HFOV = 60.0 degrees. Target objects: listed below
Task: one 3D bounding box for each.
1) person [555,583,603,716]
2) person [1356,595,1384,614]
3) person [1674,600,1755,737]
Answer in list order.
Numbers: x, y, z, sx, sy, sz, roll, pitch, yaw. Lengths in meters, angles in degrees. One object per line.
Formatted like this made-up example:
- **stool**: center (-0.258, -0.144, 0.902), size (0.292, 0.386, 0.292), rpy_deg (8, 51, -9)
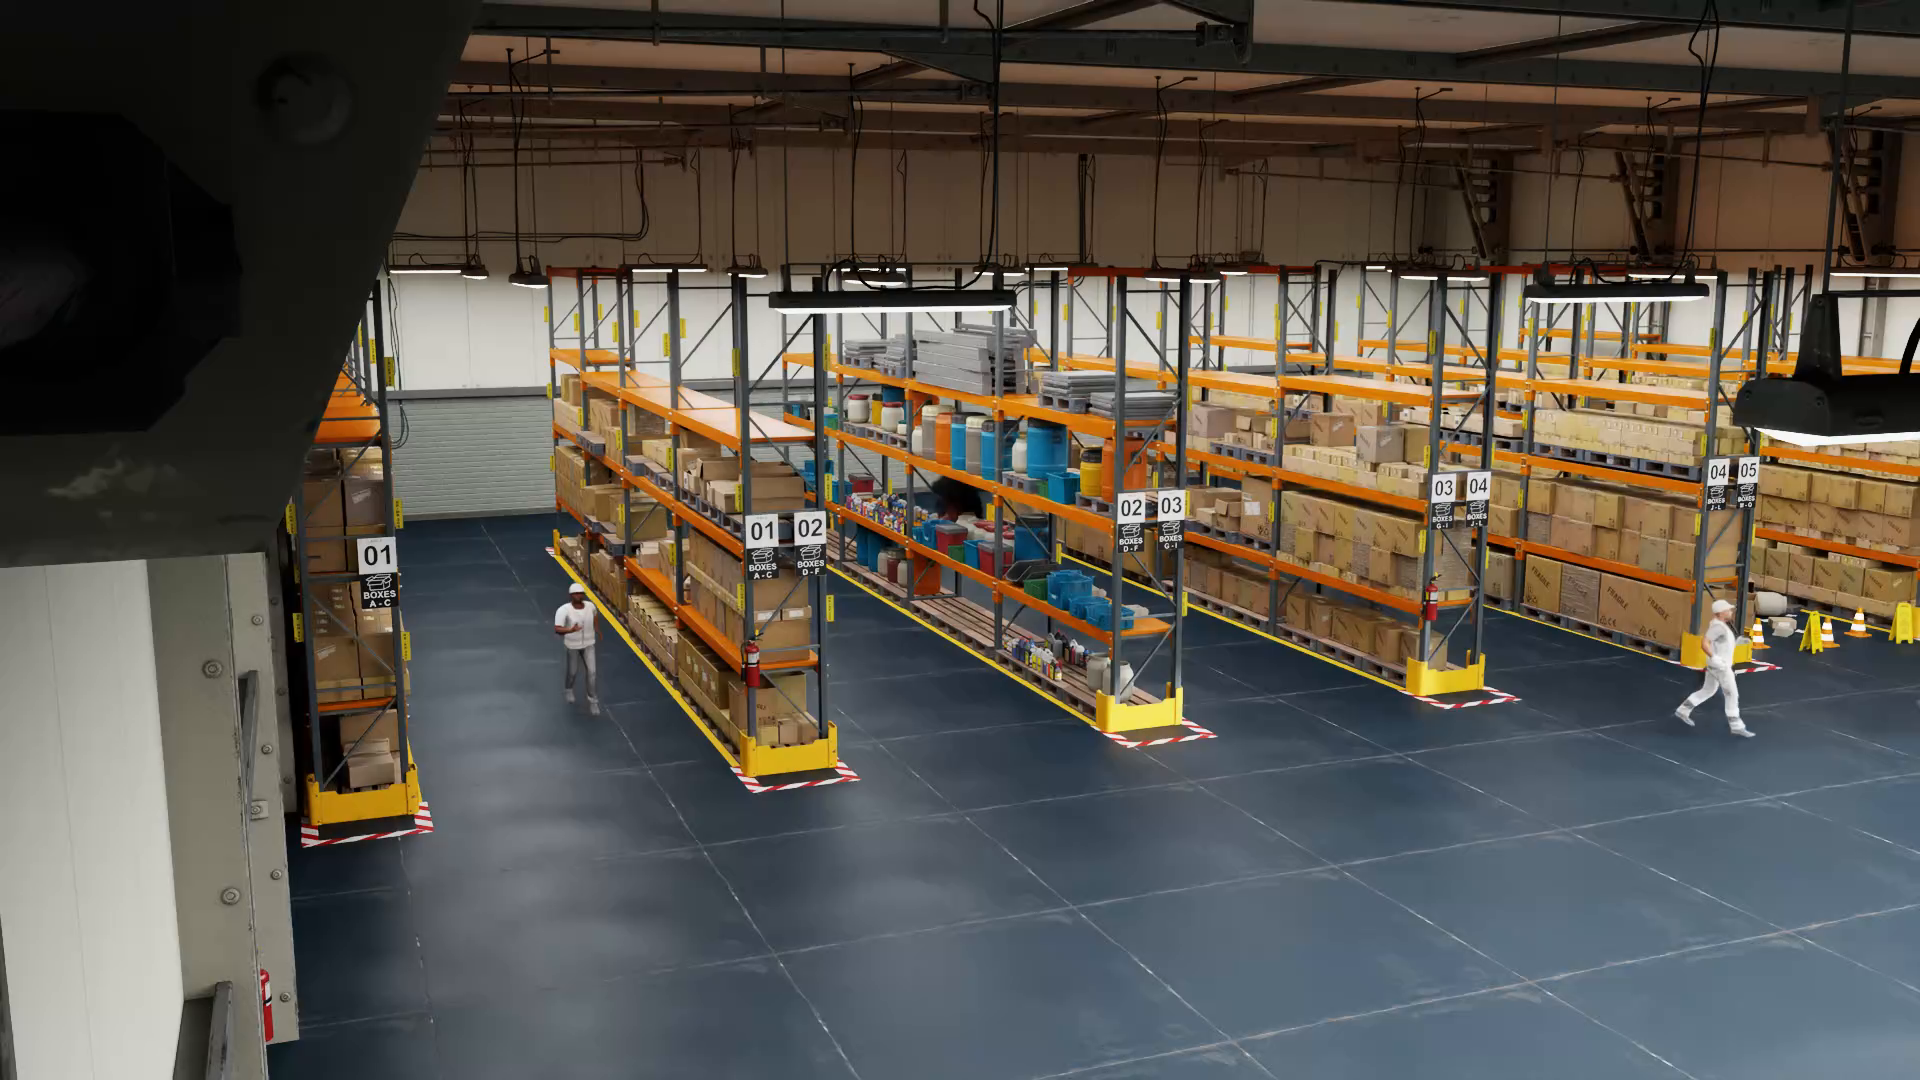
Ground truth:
- **person**: center (-5.256, 1.469, 22.980), size (0.691, 1.776, 0.944), rpy_deg (-5, 11, -29)
- **person**: center (7.253, 0.444, 29.331), size (0.585, 1.679, 0.841), rpy_deg (-5, 11, -26)
- **person**: center (9.945, 1.659, 21.792), size (0.987, 1.783, 0.661), rpy_deg (3, 10, 17)
